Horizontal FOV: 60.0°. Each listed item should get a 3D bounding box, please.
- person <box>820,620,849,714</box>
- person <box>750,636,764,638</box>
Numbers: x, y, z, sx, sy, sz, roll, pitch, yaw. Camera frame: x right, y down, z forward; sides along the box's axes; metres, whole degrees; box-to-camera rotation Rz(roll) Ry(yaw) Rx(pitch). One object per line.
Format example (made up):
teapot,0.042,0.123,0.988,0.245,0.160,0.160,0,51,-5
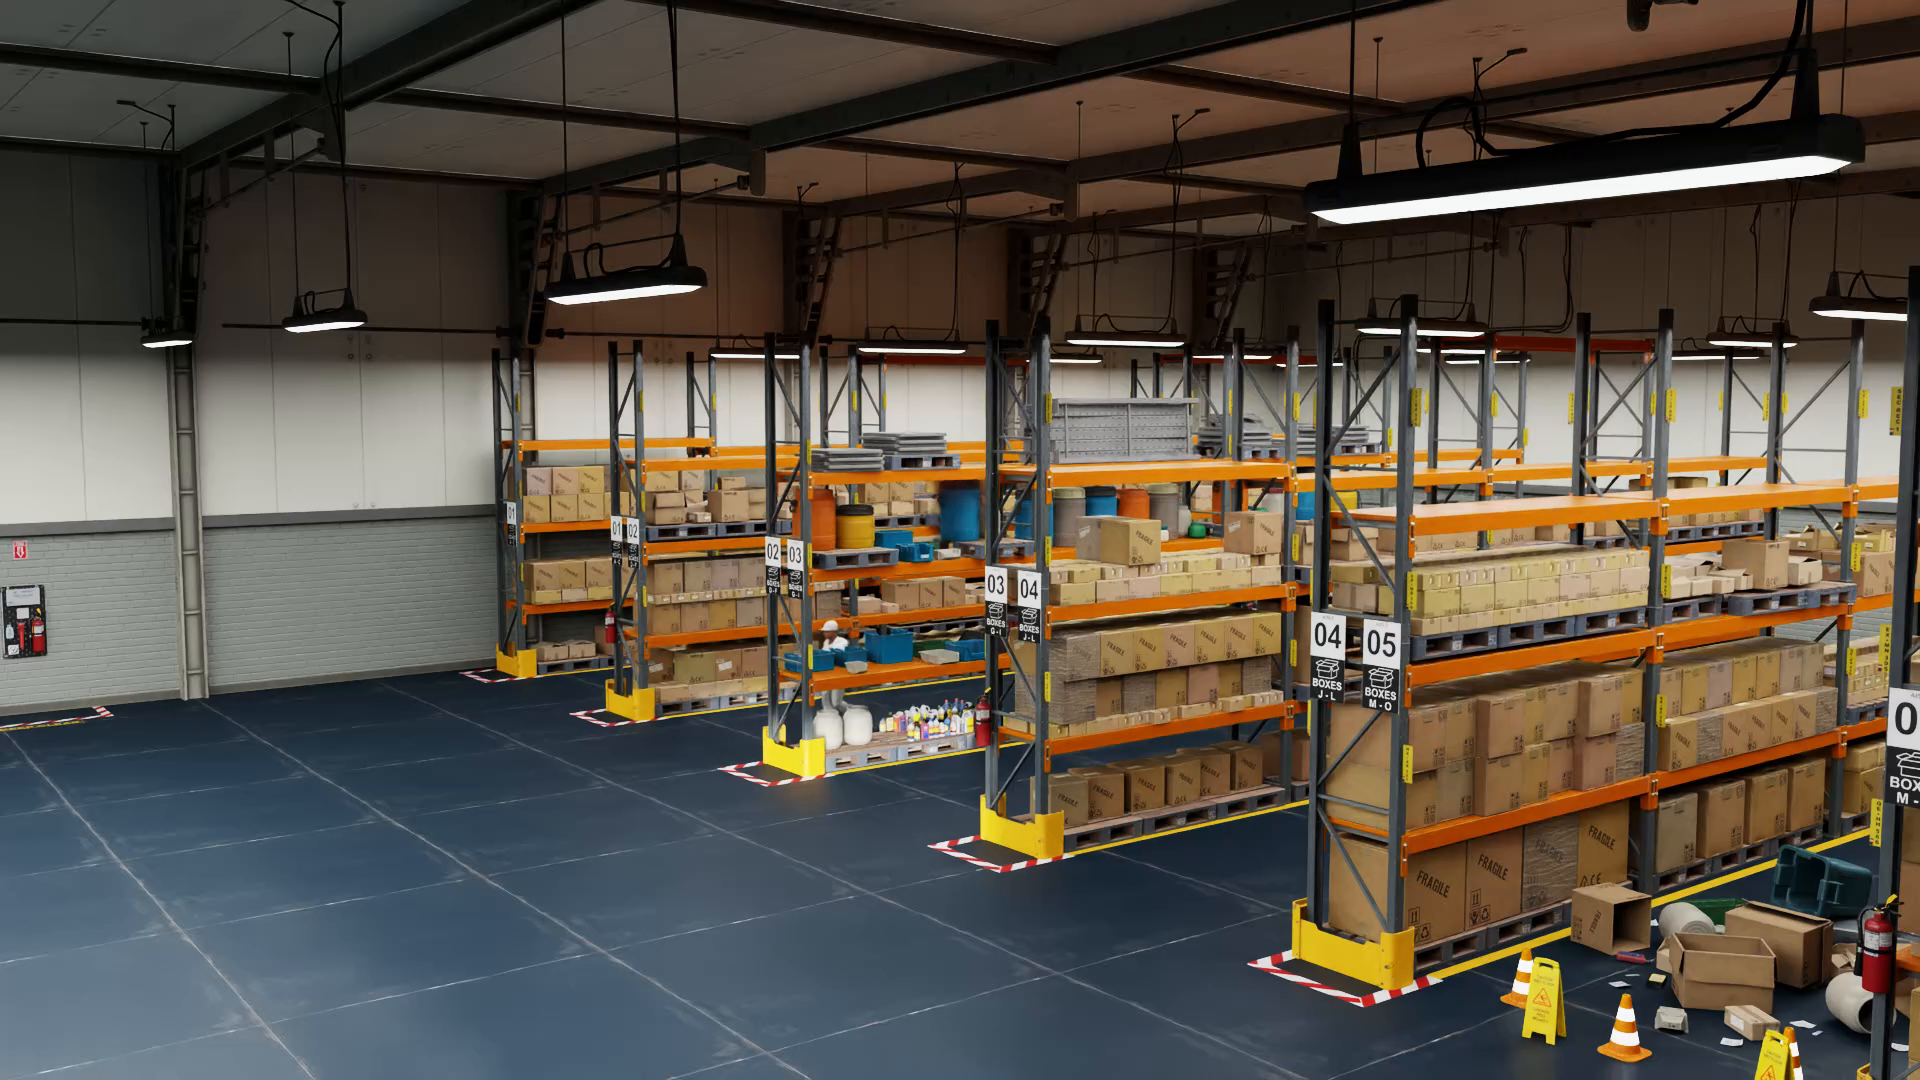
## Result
person,-1.855,2.080,25.347,0.619,1.742,0.660,-4,6,-38
person,-3.784,1.588,30.556,0.645,1.731,1.025,5,7,43
